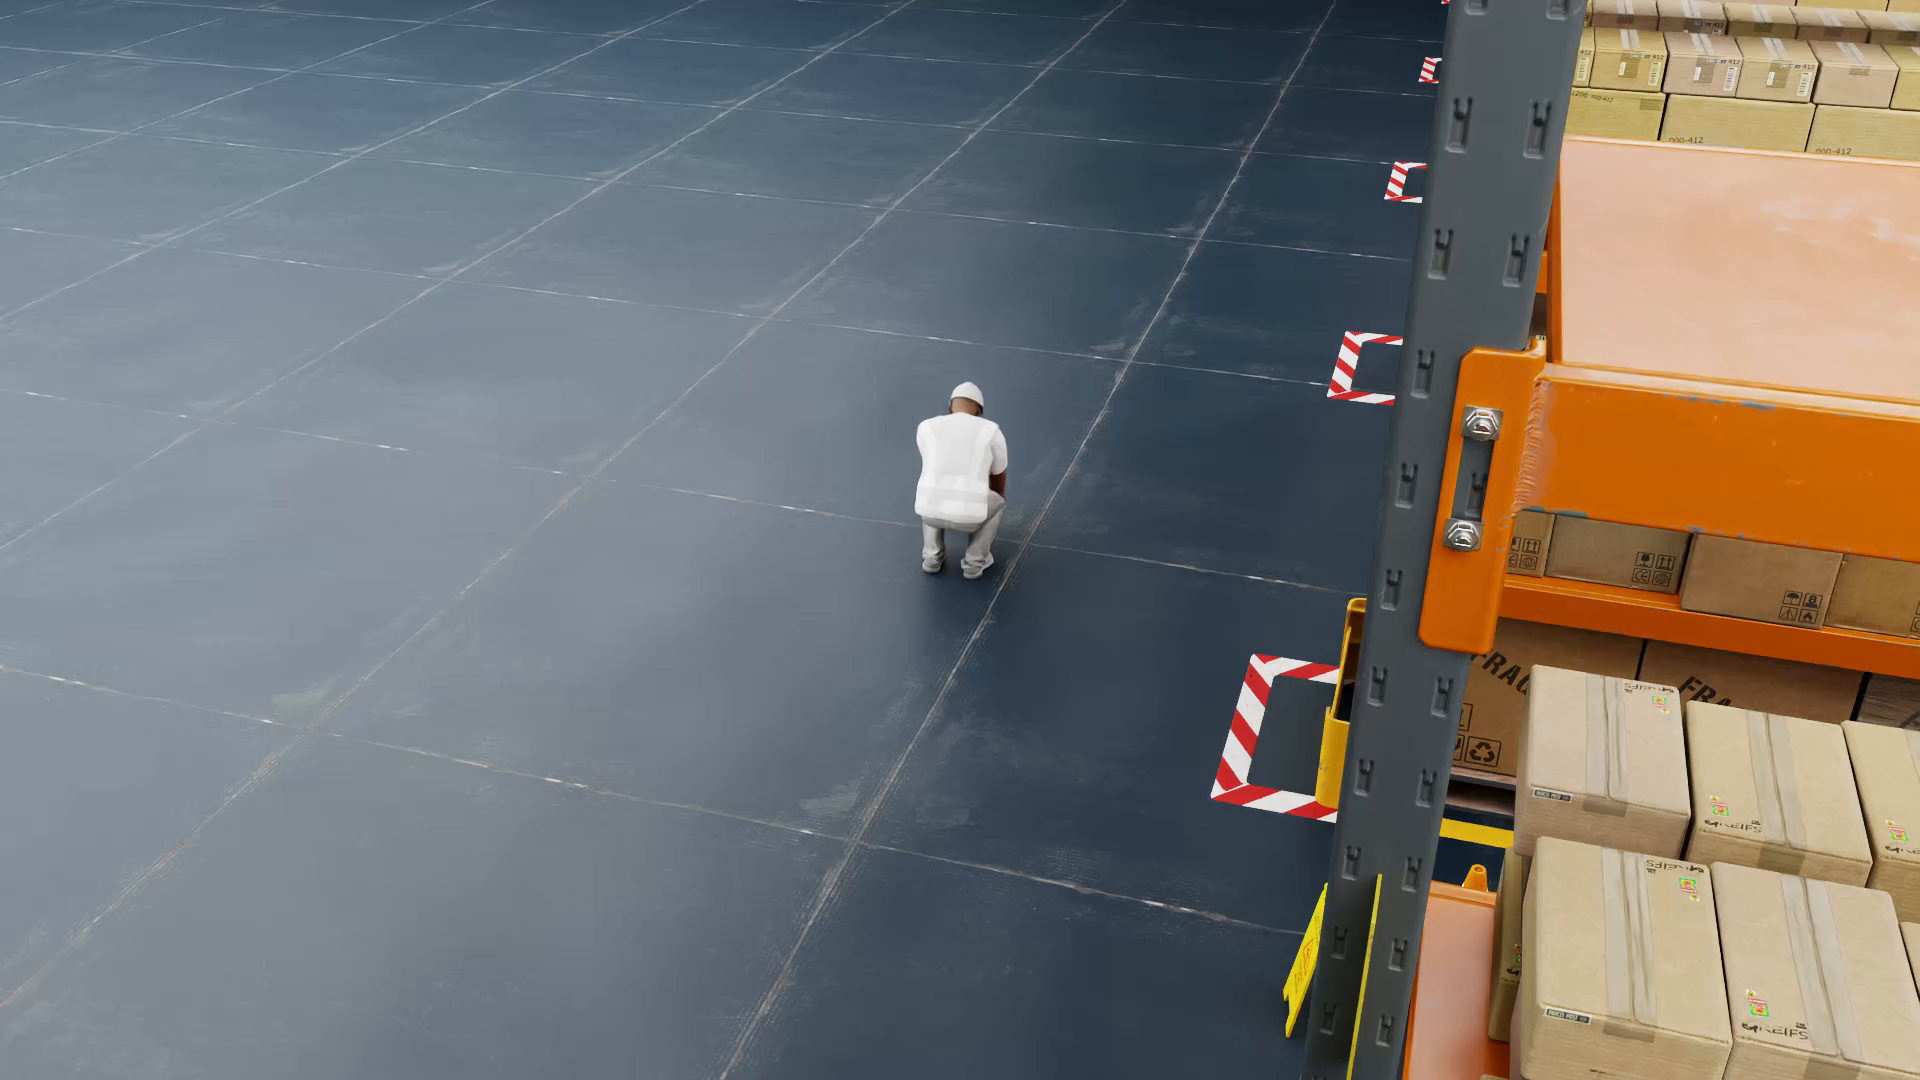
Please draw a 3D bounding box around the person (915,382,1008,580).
[{"bbox_3d":[-0.013,-0.356,9.912,0.546,1.011,0.902,8,30,14],"label":"person"}]
